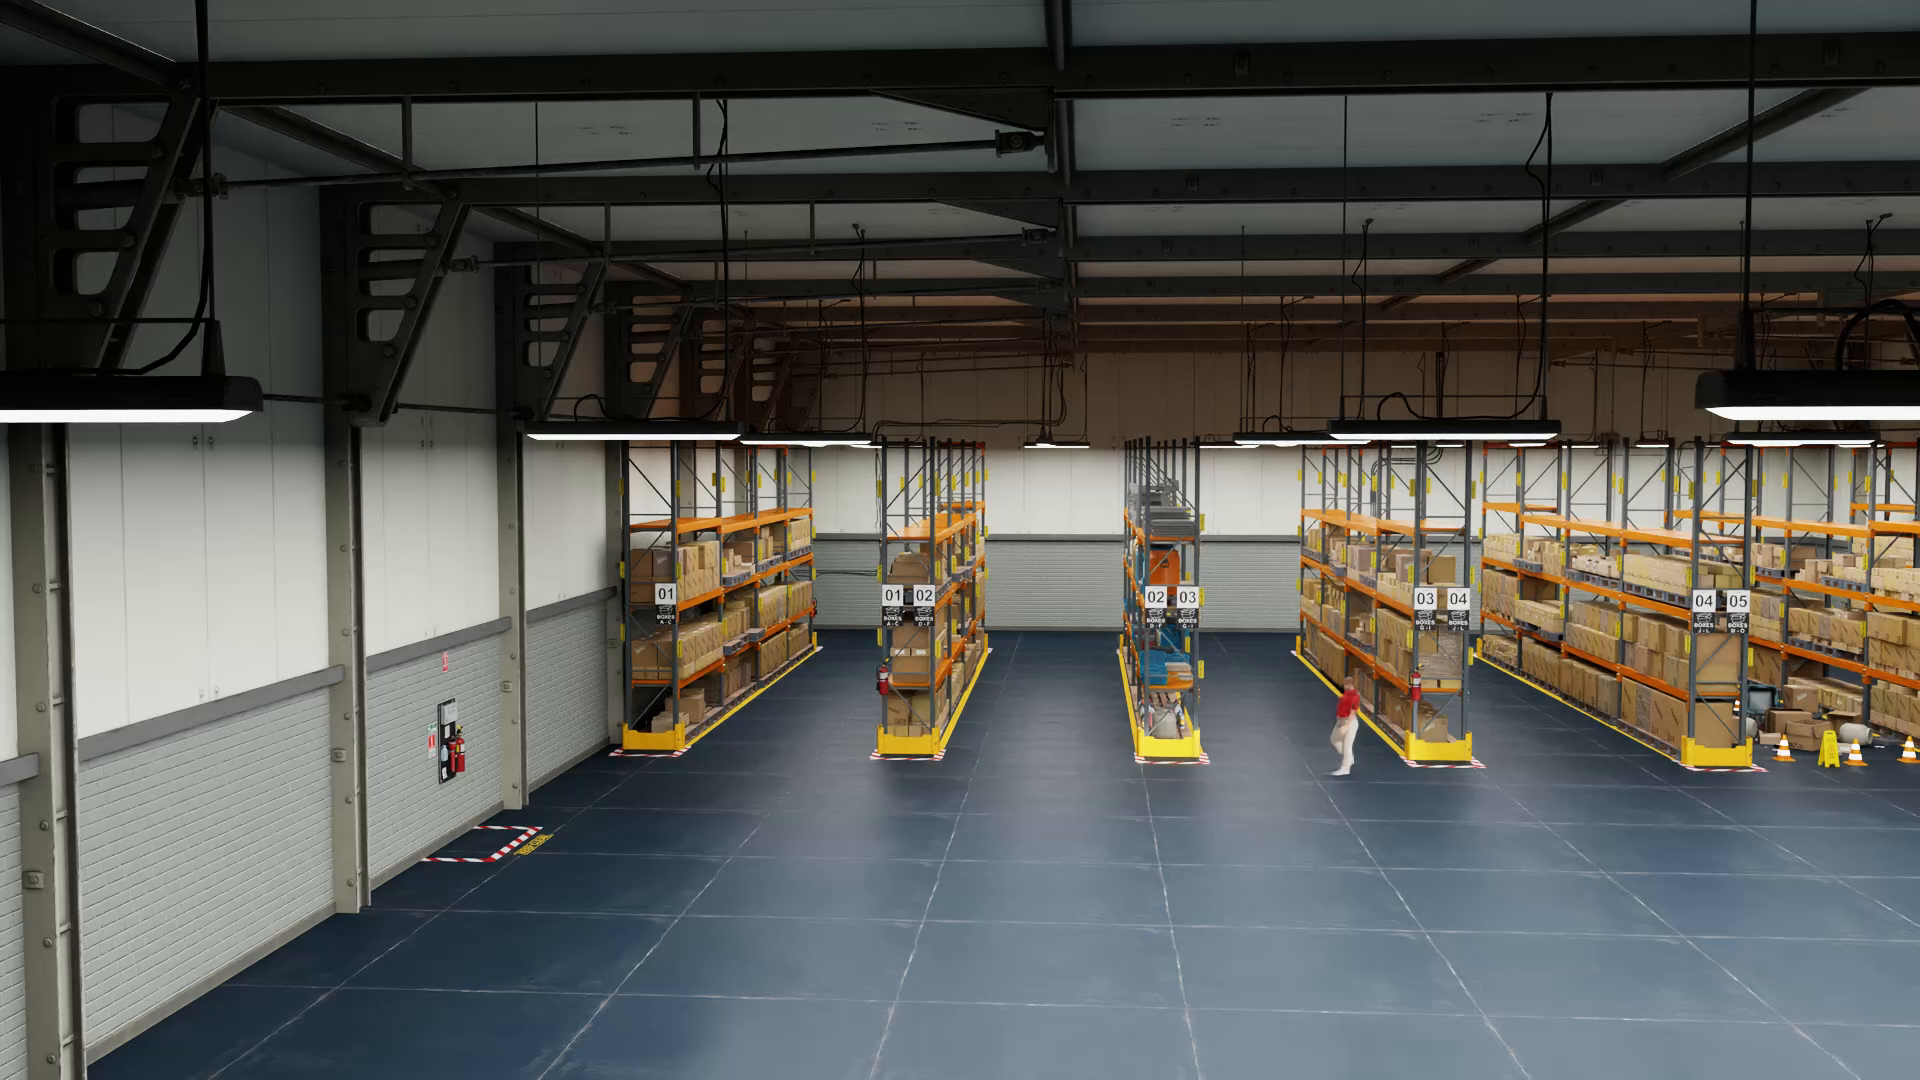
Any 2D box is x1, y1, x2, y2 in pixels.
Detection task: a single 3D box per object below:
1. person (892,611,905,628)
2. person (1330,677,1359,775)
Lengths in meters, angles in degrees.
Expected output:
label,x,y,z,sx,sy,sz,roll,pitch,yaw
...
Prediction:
label,x,y,z,sx,sy,sz,roll,pitch,yaw
person,-1.577,2.497,45.463,0.496,1.654,0.644,-1,3,-14
person,6.804,3.291,29.466,0.554,1.748,0.603,-1,3,-15
